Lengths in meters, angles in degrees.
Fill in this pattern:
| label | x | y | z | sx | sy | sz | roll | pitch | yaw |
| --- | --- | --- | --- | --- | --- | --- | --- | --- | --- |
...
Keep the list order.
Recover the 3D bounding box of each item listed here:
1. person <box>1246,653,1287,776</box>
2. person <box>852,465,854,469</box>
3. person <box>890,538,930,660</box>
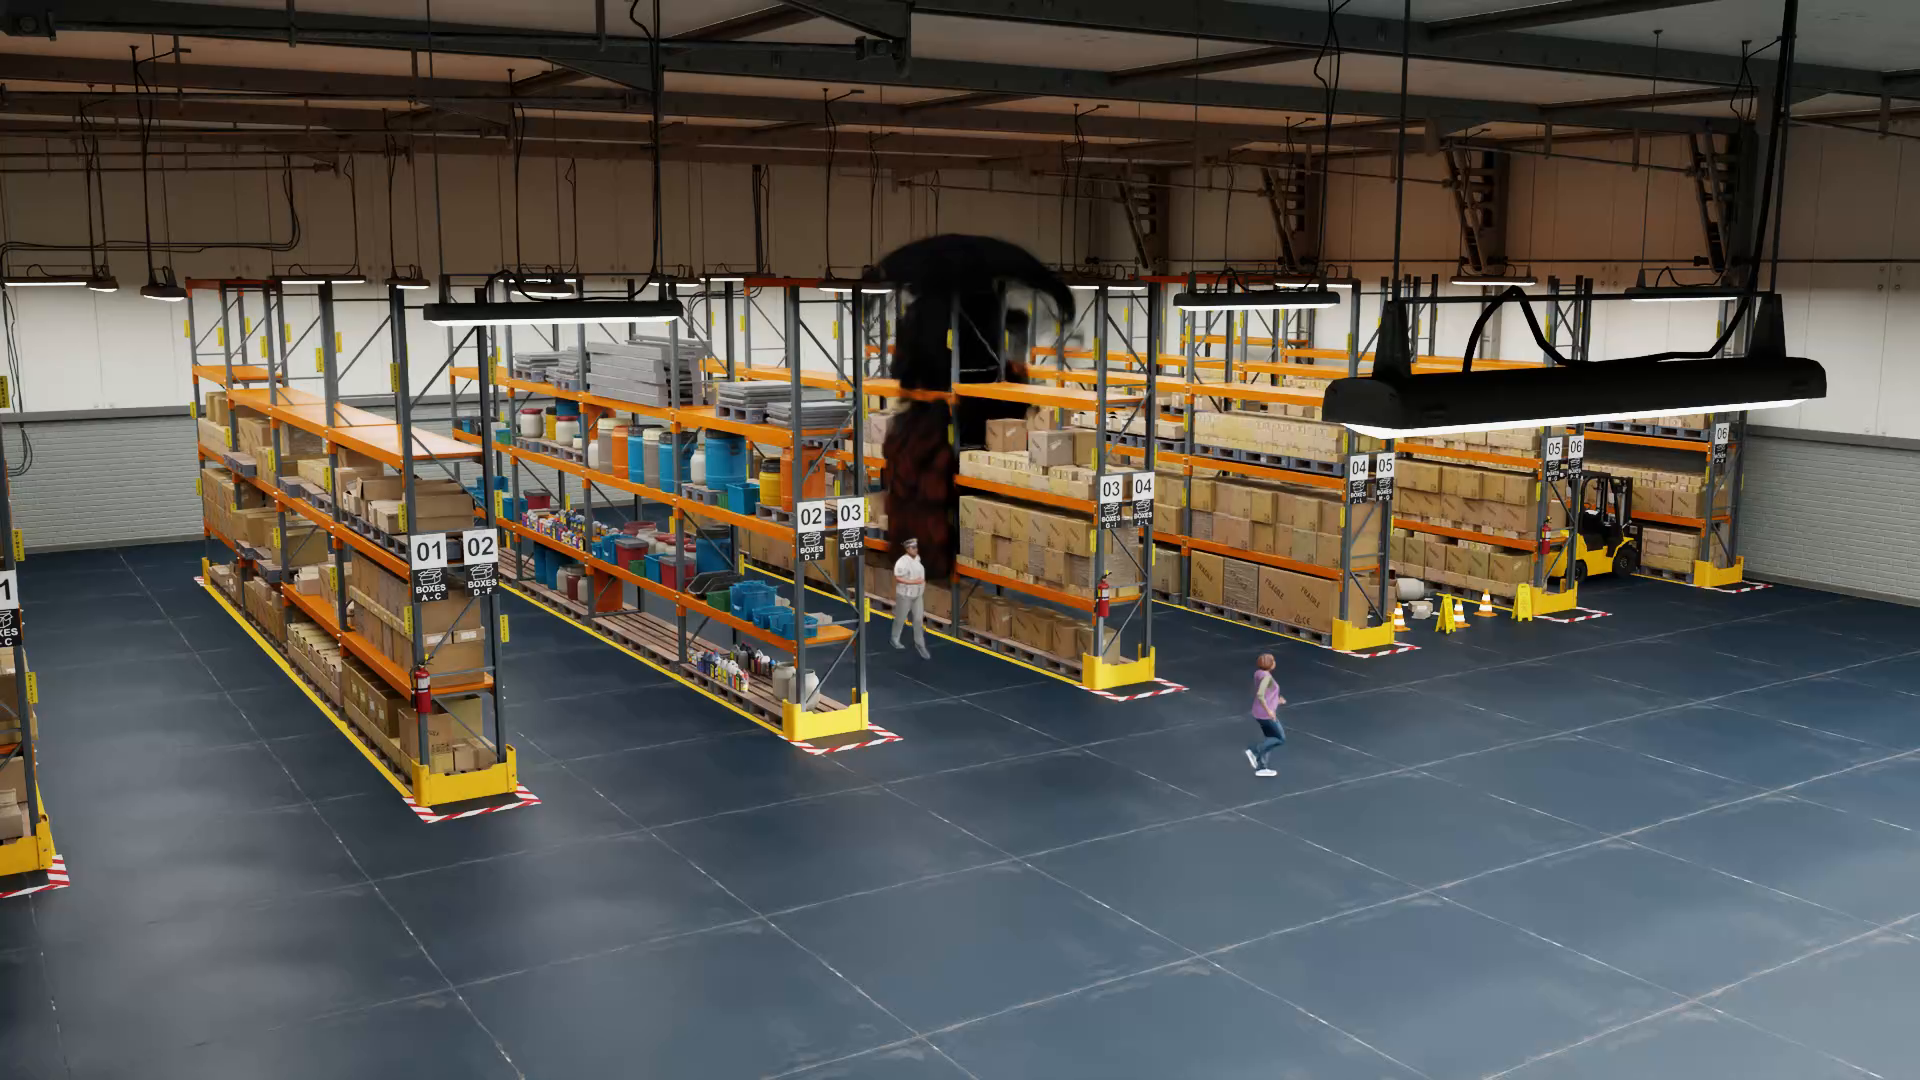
| label | x | y | z | sx | sy | sz | roll | pitch | yaw |
| --- | --- | --- | --- | --- | --- | --- | --- | --- | --- |
| person | 3.778 | 2.203 | 20.520 | 0.544 | 1.464 | 0.545 | -1 | 10 | -8 |
| person | -2.381 | -0.927 | 38.349 | 0.605 | 1.709 | 0.870 | -6 | 11 | -31 |
| person | -0.755 | 0.898 | 25.773 | 0.683 | 1.907 | 0.754 | -9 | 13 | -43 |
